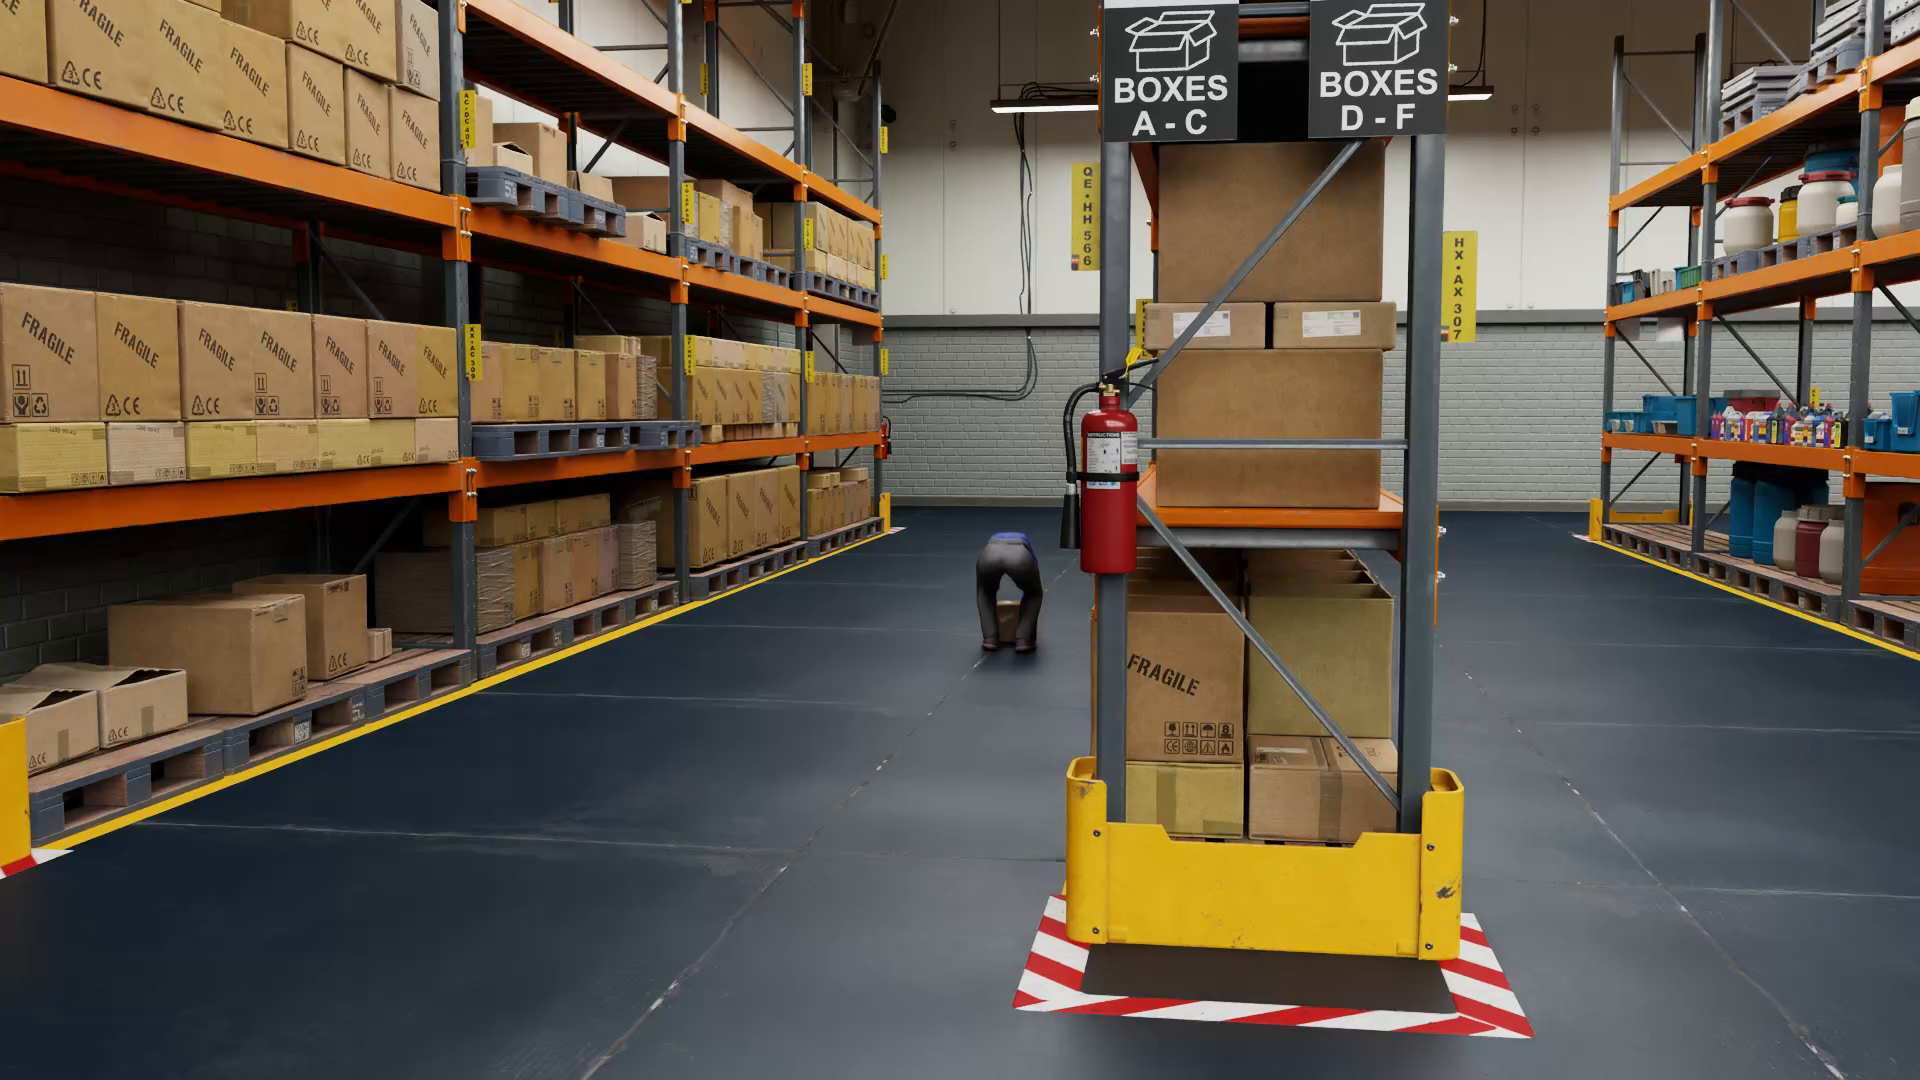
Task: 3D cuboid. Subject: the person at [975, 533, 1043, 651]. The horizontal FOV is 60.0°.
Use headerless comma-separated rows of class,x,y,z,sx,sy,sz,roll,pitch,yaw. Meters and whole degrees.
person,0.333,0.342,11.247,0.458,0.793,0.871,1,5,7
